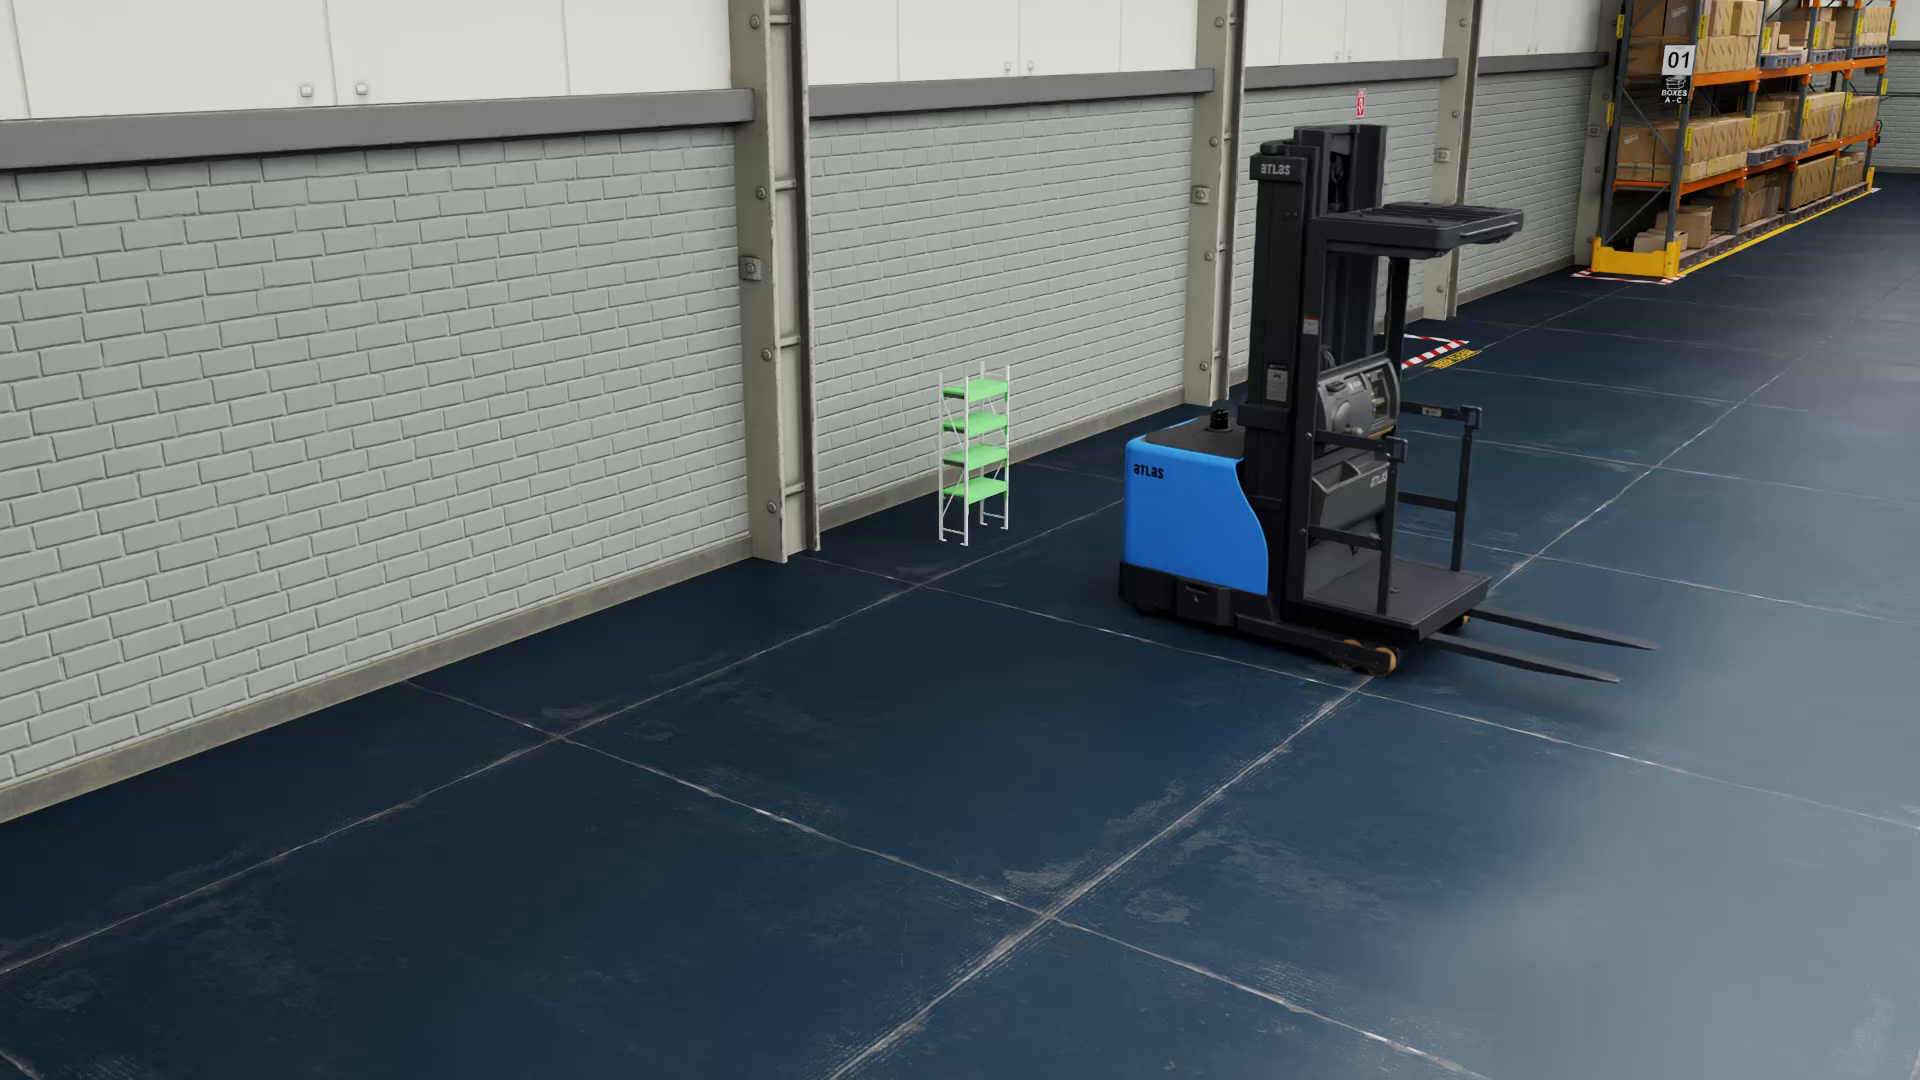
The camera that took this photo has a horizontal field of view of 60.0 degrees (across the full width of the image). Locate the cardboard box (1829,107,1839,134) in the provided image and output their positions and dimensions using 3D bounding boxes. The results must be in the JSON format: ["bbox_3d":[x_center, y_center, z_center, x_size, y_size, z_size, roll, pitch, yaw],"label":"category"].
[{"bbox_3d":[16.578,-8.095,32.051,0.500,0.500,0.500,13,21,35],"label":"cardboard box"}]

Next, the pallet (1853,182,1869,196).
[{"bbox_3d":[18.916,-7.590,35.831,1.003,0.211,1.213,12,21,35],"label":"pallet"}]

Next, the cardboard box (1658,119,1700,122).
[{"bbox_3d":[11.120,-6.249,25.764,0.500,0.500,0.500,13,22,36],"label":"cardboard box"}]

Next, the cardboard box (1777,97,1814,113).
[{"bbox_3d":[15.058,-7.848,29.989,0.500,0.250,0.500,13,22,36],"label":"cardboard box"}]

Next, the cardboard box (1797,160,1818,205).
[{"bbox_3d":[15.634,-6.754,31.353,0.750,0.750,0.750,12,21,34],"label":"cardboard box"}]

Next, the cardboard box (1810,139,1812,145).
[{"bbox_3d":[15.690,-7.459,31.097,0.380,0.149,0.250,13,21,36],"label":"cardboard box"}]

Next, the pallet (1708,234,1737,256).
[{"bbox_3d":[11.808,-4.770,26.749,1.003,0.211,1.213,12,21,35],"label":"pallet"}]

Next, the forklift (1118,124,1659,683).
[{"bbox_3d":[2.449,-0.811,9.414,3.031,2.935,1.130,14,22,37],"label":"forklift"}]

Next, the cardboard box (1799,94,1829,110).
[{"bbox_3d":[15.954,-8.212,31.161,0.500,0.250,0.500,12,21,34],"label":"cardboard box"}]

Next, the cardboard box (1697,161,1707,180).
[{"bbox_3d":[10.640,-5.440,24.422,0.500,0.250,0.500,12,21,33],"label":"cardboard box"}]

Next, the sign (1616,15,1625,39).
[{"bbox_3d":[9.363,-7.274,23.558,0.100,0.325,0.005,12,21,35],"label":"sign"}]

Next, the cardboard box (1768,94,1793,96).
[{"bbox_3d":[15.245,-8.177,31.048,0.500,0.250,0.500,12,21,33],"label":"cardboard box"}]

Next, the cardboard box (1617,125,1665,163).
[{"bbox_3d":[9.907,-5.762,24.194,0.500,0.500,0.500,12,21,34],"label":"cardboard box"}]

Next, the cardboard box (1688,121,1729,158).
[{"bbox_3d":[11.236,-6.035,25.075,0.500,0.500,0.500,13,22,36],"label":"cardboard box"}]

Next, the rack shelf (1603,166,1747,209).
[{"bbox_3d":[10.988,-5.448,25.444,1.077,0.370,4.000,12,21,35],"label":"rack shelf"}]

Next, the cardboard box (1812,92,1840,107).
[{"bbox_3d":[16.561,-8.455,31.943,0.500,0.250,0.500,13,21,36],"label":"cardboard box"}]

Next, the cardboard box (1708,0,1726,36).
[{"bbox_3d":[10.561,-7.442,23.706,0.500,0.500,0.500,12,21,34],"label":"cardboard box"}]

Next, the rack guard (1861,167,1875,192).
[{"bbox_3d":[19.344,-7.938,36.464,1.175,0.500,0.348,12,21,35],"label":"rack guard"}]

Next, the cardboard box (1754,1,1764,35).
[{"bbox_3d":[12.099,-8.068,25.722,0.500,0.500,0.500,10,20,30],"label":"cardboard box"}]

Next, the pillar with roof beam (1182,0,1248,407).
[{"bbox_3d":[5.826,-4.881,12.289,9.100,9.000,0.400,12,21,35],"label":"pillar with roof beam"}]

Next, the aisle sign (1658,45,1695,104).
[{"bbox_3d":[9.995,-6.487,23.192,0.394,0.787,0.004,12,21,35],"label":"aisle sign"}]

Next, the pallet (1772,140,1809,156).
[{"bbox_3d":[14.224,-6.941,29.360,1.213,0.211,1.003,12,21,35],"label":"pallet"}]

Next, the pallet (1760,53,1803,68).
[{"bbox_3d":[13.249,-7.987,27.664,1.213,0.211,1.003,12,21,35],"label":"pallet"}]

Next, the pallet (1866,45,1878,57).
[{"bbox_3d":[18.170,-10.046,34.128,1.003,0.211,1.213,12,21,35],"label":"pallet"}]

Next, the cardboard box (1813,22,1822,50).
[{"bbox_3d":[15.420,-9.302,30.672,0.700,0.500,0.500,14,22,37],"label":"cardboard box"}]

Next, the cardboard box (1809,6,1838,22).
[{"bbox_3d":[17.176,-10.349,33.064,0.500,0.500,0.500,12,21,34],"label":"cardboard box"}]

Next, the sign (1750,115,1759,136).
[{"bbox_3d":[12.620,-6.588,26.440,0.100,0.325,0.005,12,21,35],"label":"sign"}]

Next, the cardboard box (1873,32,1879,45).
[{"bbox_3d":[18.491,-10.265,34.061,0.500,0.250,0.500,12,21,33],"label":"cardboard box"}]

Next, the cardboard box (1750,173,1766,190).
[{"bbox_3d":[13.786,-6.290,29.150,0.500,0.250,0.500,13,21,36],"label":"cardboard box"}]

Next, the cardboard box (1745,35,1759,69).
[{"bbox_3d":[12.076,-7.594,25.879,0.500,0.500,0.500,13,22,36],"label":"cardboard box"}]

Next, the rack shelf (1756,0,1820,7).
[{"bbox_3d":[13.372,-9.075,27.681,1.077,0.370,4.000,12,21,35],"label":"rack shelf"}]

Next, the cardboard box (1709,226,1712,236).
[{"bbox_3d":[11.885,-4.993,26.799,0.380,0.166,0.250,9,20,28],"label":"cardboard box"}]

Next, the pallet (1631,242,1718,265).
[{"bbox_3d":[11.082,-4.479,25.810,1.003,0.211,1.213,12,21,35],"label":"pallet"}]

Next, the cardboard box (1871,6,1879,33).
[{"bbox_3d":[18.188,-10.503,33.563,0.500,0.500,0.500,13,21,35],"label":"cardboard box"}]

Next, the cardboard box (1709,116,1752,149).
[{"bbox_3d":[12.511,-6.641,27.162,0.700,0.500,0.500,12,21,35],"label":"cardboard box"}]

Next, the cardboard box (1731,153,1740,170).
[{"bbox_3d":[11.838,-5.923,25.977,0.500,0.250,0.500,13,21,35],"label":"cardboard box"}]

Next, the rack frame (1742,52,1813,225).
[{"bbox_3d":[14.563,-7.221,29.939,1.000,3.000,0.127,12,21,35],"label":"rack frame"}]

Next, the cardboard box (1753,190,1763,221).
[{"bbox_3d":[13.503,-5.831,28.936,0.700,0.500,0.500,12,21,34],"label":"cardboard box"}]

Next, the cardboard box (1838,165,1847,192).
[{"bbox_3d":[17.777,-7.460,34.214,0.700,0.500,0.500,12,21,34],"label":"cardboard box"}]

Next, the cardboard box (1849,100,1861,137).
[{"bbox_3d":[17.722,-8.616,33.926,0.980,0.700,0.700,12,21,33],"label":"cardboard box"}]

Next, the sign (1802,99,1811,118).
[{"bbox_3d":[15.005,-7.643,29.478,0.100,0.325,0.005,12,21,35],"label":"sign"}]

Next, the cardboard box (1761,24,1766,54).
[{"bbox_3d":[12.570,-8.065,26.723,0.500,0.500,0.500,16,24,42],"label":"cardboard box"}]

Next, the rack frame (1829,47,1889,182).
[{"bbox_3d":[19.330,-9.126,36.075,1.000,3.000,0.127,12,21,35],"label":"rack frame"}]

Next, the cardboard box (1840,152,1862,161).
[{"bbox_3d":[18.911,-8.135,35.295,0.380,0.149,0.250,13,22,36],"label":"cardboard box"}]

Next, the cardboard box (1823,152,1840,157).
[{"bbox_3d":[18.456,-8.143,35.322,0.380,0.149,0.250,13,21,35],"label":"cardboard box"}]

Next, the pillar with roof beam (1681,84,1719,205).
[{"bbox_3d":[16.551,-9.169,26.095,9.100,9.000,0.400,12,21,35],"label":"pillar with roof beam"}]

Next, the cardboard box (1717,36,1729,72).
[{"bbox_3d":[10.852,-7.087,24.247,0.500,0.500,0.500,14,22,37],"label":"cardboard box"}]

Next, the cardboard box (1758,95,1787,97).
[{"bbox_3d":[14.937,-8.055,30.657,0.500,0.250,0.500,12,21,33],"label":"cardboard box"}]

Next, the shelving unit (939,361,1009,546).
[{"bbox_3d":[0.099,-0.612,11.693,0.258,1.200,0.503,12,21,35],"label":"shelving unit"}]

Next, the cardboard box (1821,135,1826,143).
[{"bbox_3d":[16.342,-7.695,31.855,0.380,0.149,0.250,12,21,35],"label":"cardboard box"}]

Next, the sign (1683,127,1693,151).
[{"bbox_3d":[10.233,-5.633,23.366,0.100,0.325,0.005,12,21,35],"label":"sign"}]

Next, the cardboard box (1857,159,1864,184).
[{"bbox_3d":[18.993,-7.949,35.789,0.700,0.500,0.500,12,21,35],"label":"cardboard box"}]

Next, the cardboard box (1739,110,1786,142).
[{"bbox_3d":[13.980,-7.227,29.049,0.700,0.500,0.500,10,20,30],"label":"cardboard box"}]

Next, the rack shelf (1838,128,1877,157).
[{"bbox_3d":[18.138,-8.307,34.648,1.077,0.370,4.000,12,21,35],"label":"rack shelf"}]

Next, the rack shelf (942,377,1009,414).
[{"bbox_3d":[0.099,-1.010,11.569,0.258,0.148,0.480,12,21,35],"label":"rack shelf"}]

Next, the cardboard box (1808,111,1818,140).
[{"bbox_3d":[15.378,-7.614,30.500,0.500,0.500,0.500,13,22,36],"label":"cardboard box"}]

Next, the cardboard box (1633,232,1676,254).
[{"bbox_3d":[10.281,-4.391,24.616,0.500,0.311,0.500,10,20,29],"label":"cardboard box"}]
